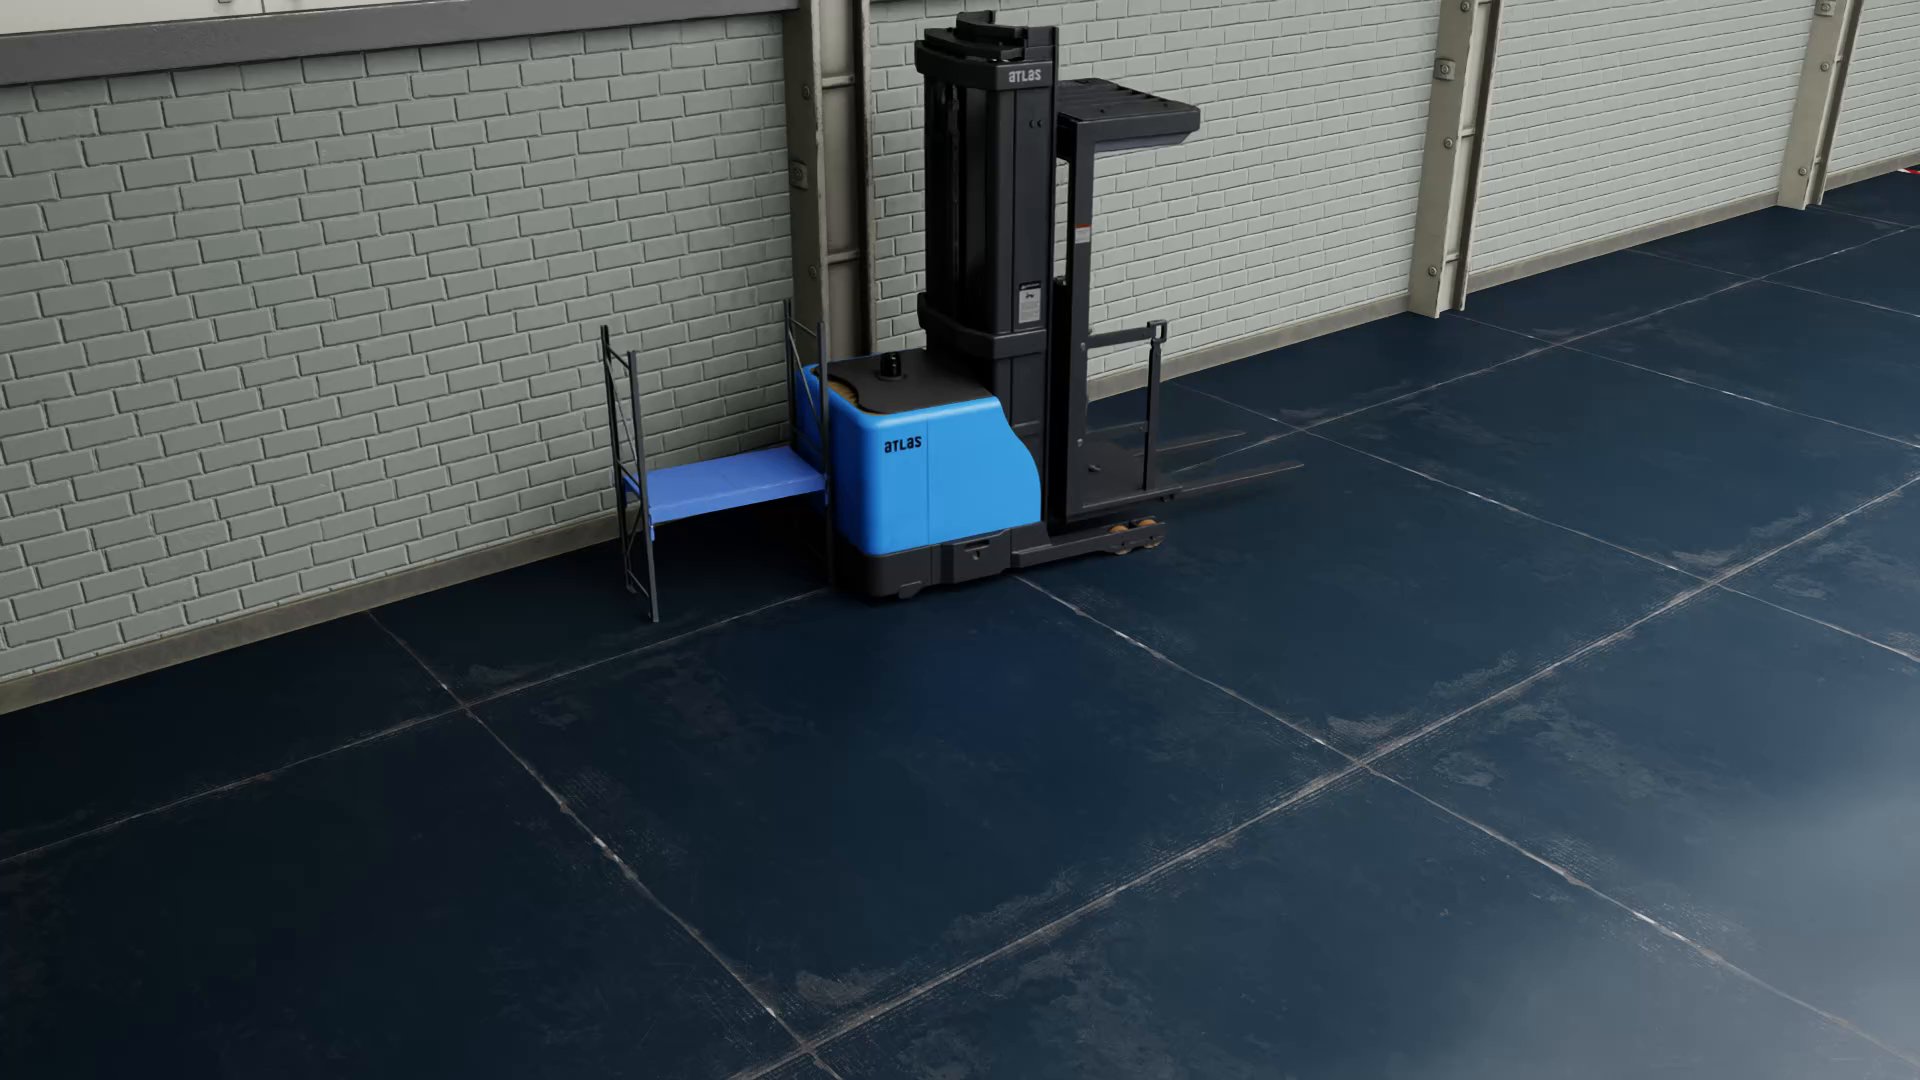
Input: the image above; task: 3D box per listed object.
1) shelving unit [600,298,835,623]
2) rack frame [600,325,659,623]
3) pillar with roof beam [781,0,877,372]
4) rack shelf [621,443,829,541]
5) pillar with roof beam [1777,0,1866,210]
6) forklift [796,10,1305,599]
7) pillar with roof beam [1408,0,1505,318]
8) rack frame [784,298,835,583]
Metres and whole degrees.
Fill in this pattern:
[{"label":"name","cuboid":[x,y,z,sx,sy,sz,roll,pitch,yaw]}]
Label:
[{"label":"shelving unit","cuboid":[-1.275,-0.435,8.905,1.048,1.500,0.538,-13,28,-25]},{"label":"rack frame","cuboid":[-1.725,-0.335,8.690,0.032,1.500,0.500,-13,28,-25]},{"label":"pillar with roof beam","cuboid":[1.902,-3.022,5.572,0.400,9.000,9.100,-18,31,-34]},{"label":"rack shelf","cuboid":[-1.275,-0.272,8.981,1.000,0.185,0.538,-13,28,-25]},{"label":"pillar with roof beam","cuboid":[11.345,-6.139,12.289,0.400,9.000,9.100,-18,31,-34]},{"label":"forklift","cuboid":[0.620,-1.429,9.347,3.031,2.935,1.130,-12,27,-24]},{"label":"pillar with roof beam","cuboid":[6.624,-4.581,8.930,0.400,9.000,9.100,-18,31,-34]},{"label":"rack frame","cuboid":[-0.825,-0.535,9.120,0.032,1.500,0.500,-13,28,-25]}]
